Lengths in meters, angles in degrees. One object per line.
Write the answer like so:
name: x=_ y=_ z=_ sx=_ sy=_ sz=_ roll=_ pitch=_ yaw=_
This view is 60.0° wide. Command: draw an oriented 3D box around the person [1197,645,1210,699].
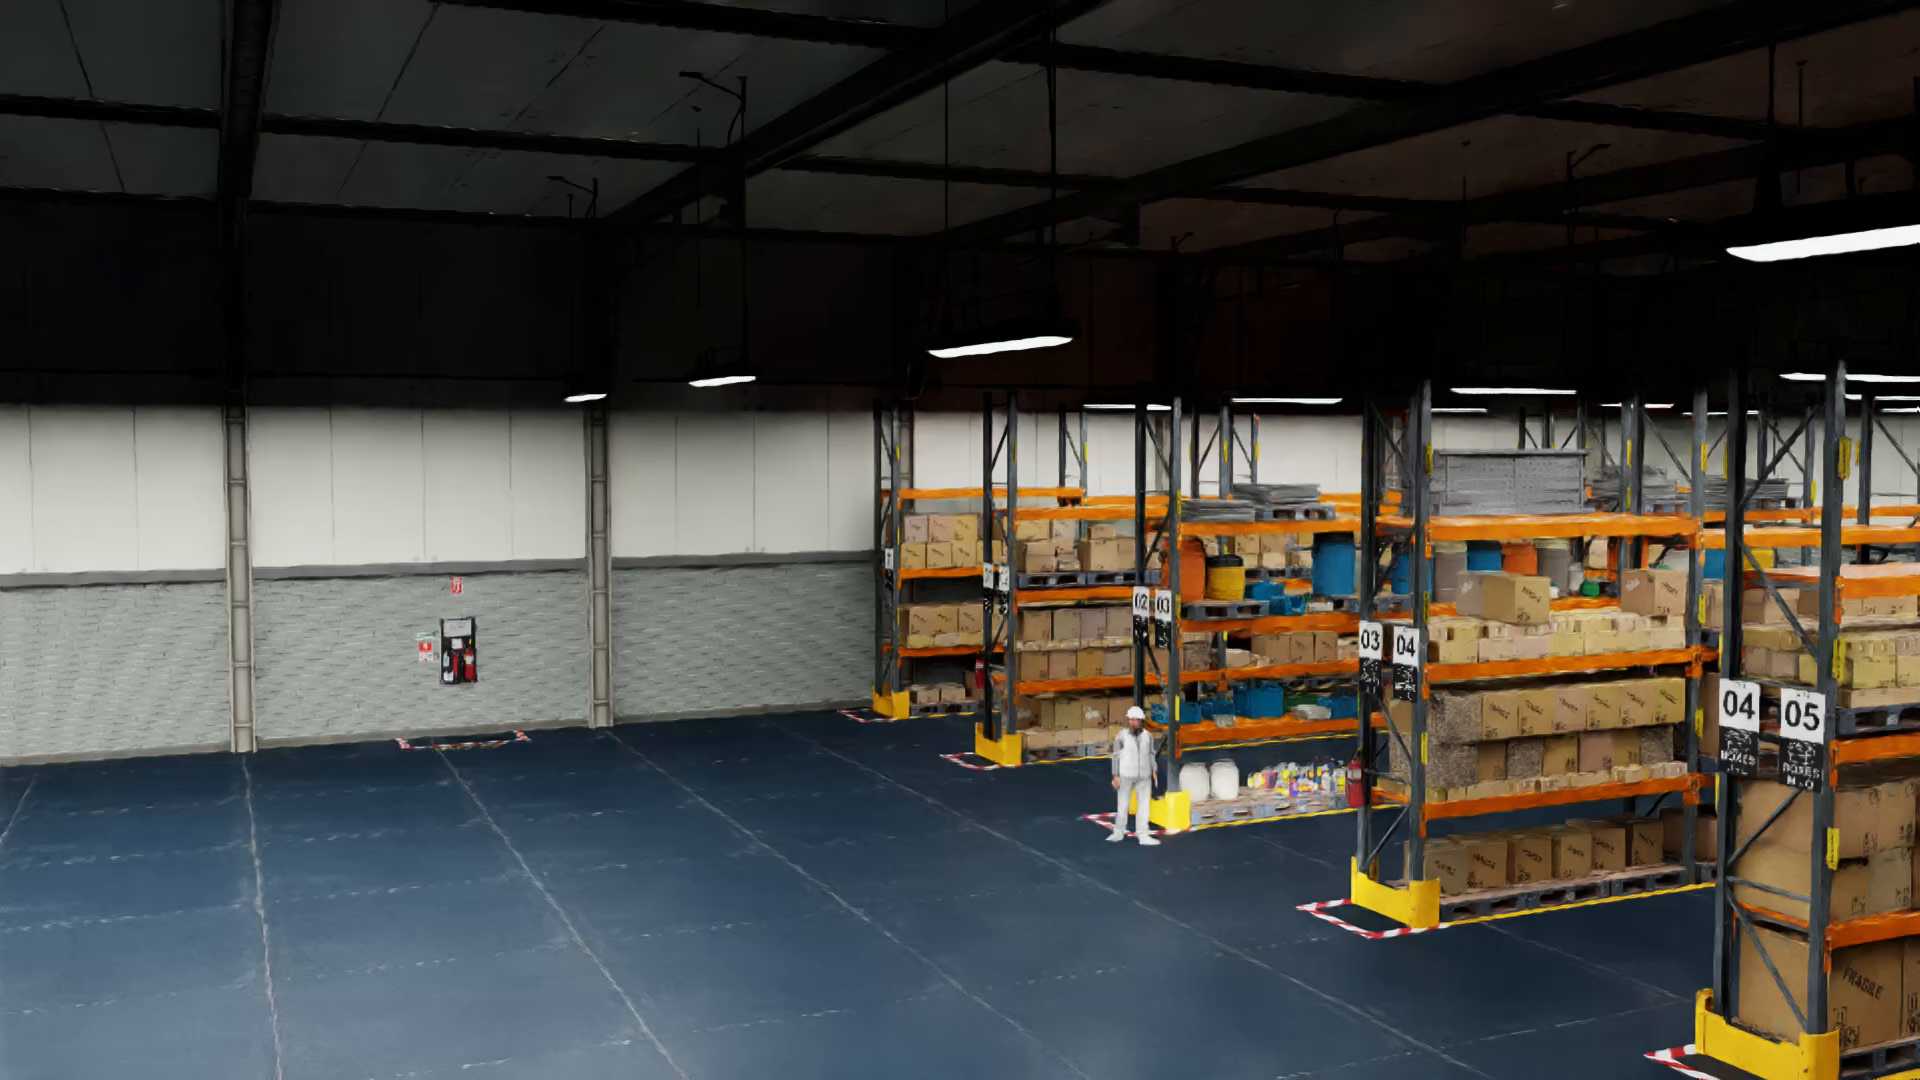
person: x=4.604 y=2.393 z=32.766 sx=0.849 sy=1.717 sz=0.685 roll=-3 pitch=4 yaw=-41

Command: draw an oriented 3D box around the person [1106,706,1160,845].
person: x=2.218 y=3.031 z=21.439 sx=0.648 sy=1.770 sz=0.462 roll=-1 pitch=3 yaw=-11
